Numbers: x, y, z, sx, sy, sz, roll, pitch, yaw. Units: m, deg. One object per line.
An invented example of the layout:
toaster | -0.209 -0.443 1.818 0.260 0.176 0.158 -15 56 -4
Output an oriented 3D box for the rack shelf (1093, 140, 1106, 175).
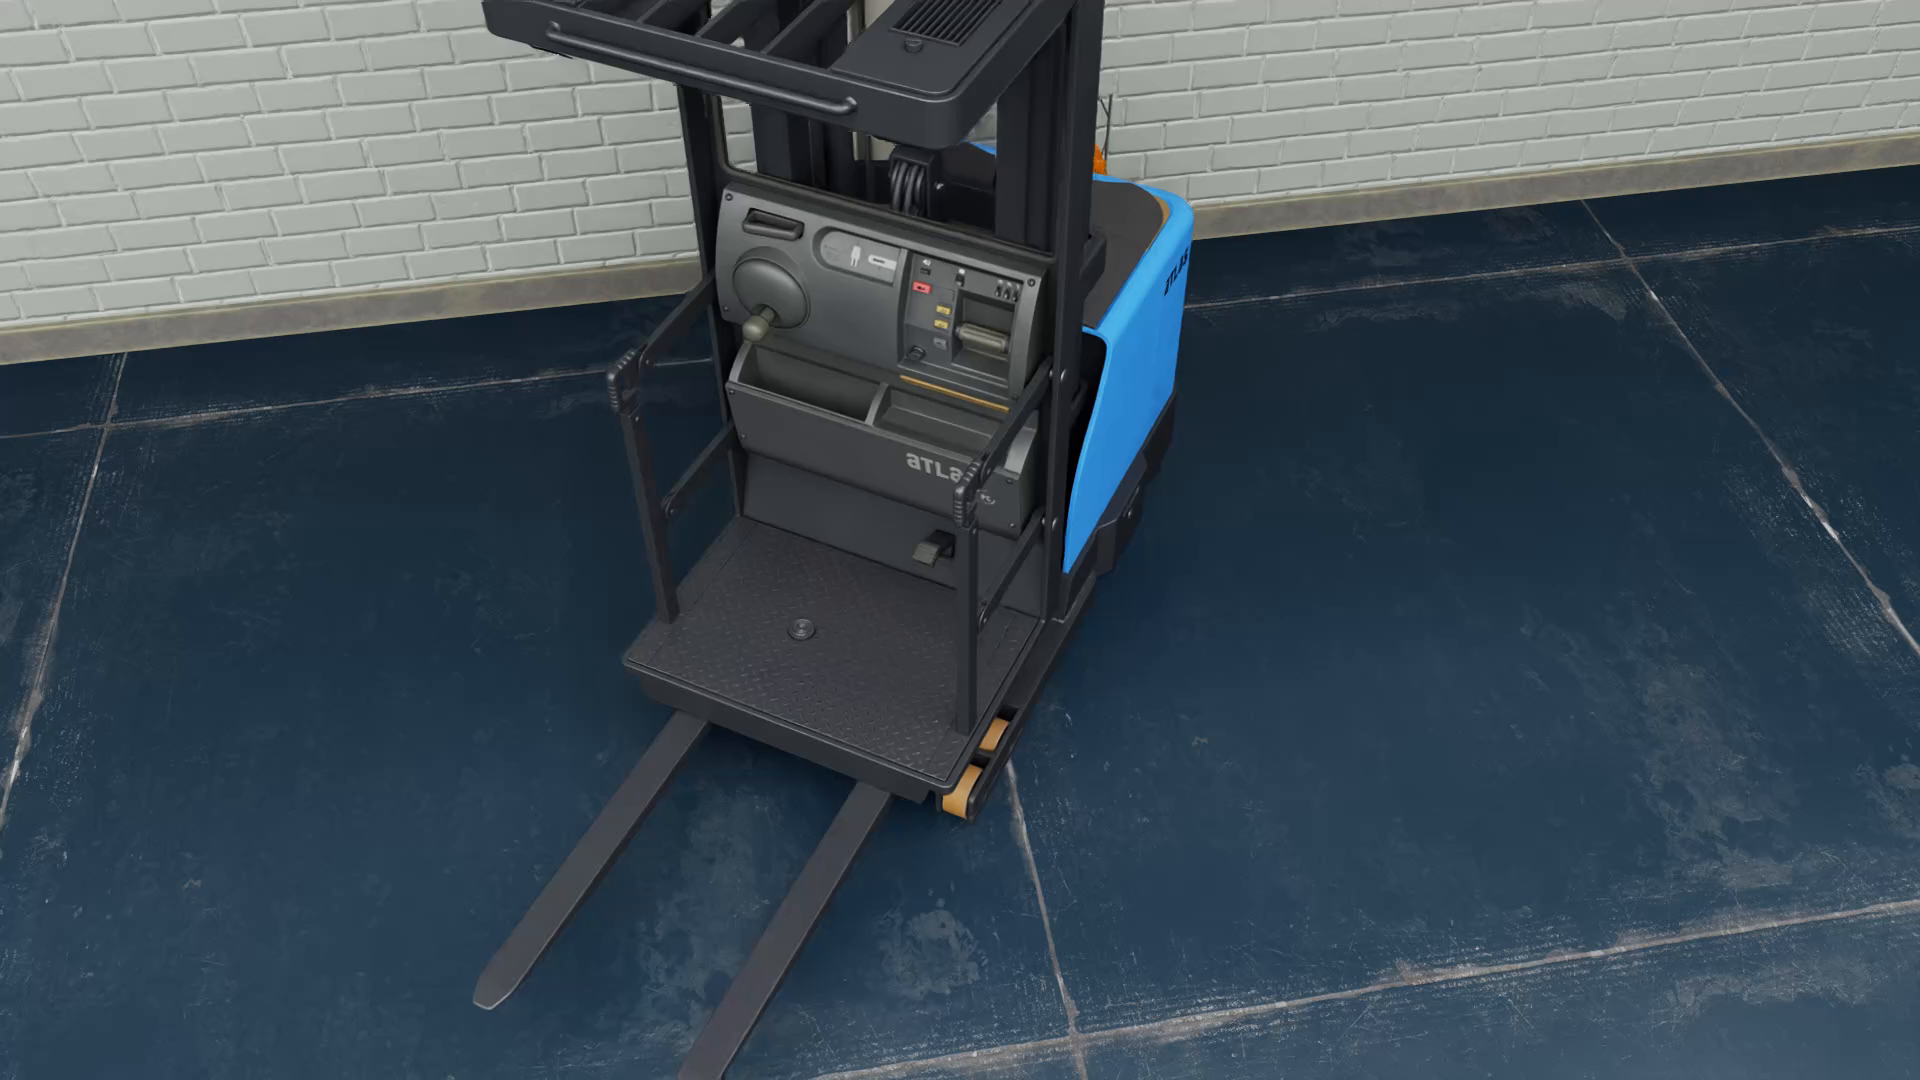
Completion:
rack shelf | 0.386 -1.323 5.742 0.180 0.103 0.258 -6 44 -7

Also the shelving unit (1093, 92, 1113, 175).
shelving unit | 0.380 -1.093 5.958 0.189 1.200 0.258 -6 44 -7

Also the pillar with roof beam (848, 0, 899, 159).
pillar with roof beam | 0.477 -1.083 0.545 0.400 9.000 9.100 -7 46 -7

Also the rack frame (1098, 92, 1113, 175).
rack frame | 0.471 -1.101 5.970 0.006 1.200 0.240 -6 44 -7

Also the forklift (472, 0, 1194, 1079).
forklift | -0.317 -0.555 4.250 1.130 2.935 3.031 19 49 17
